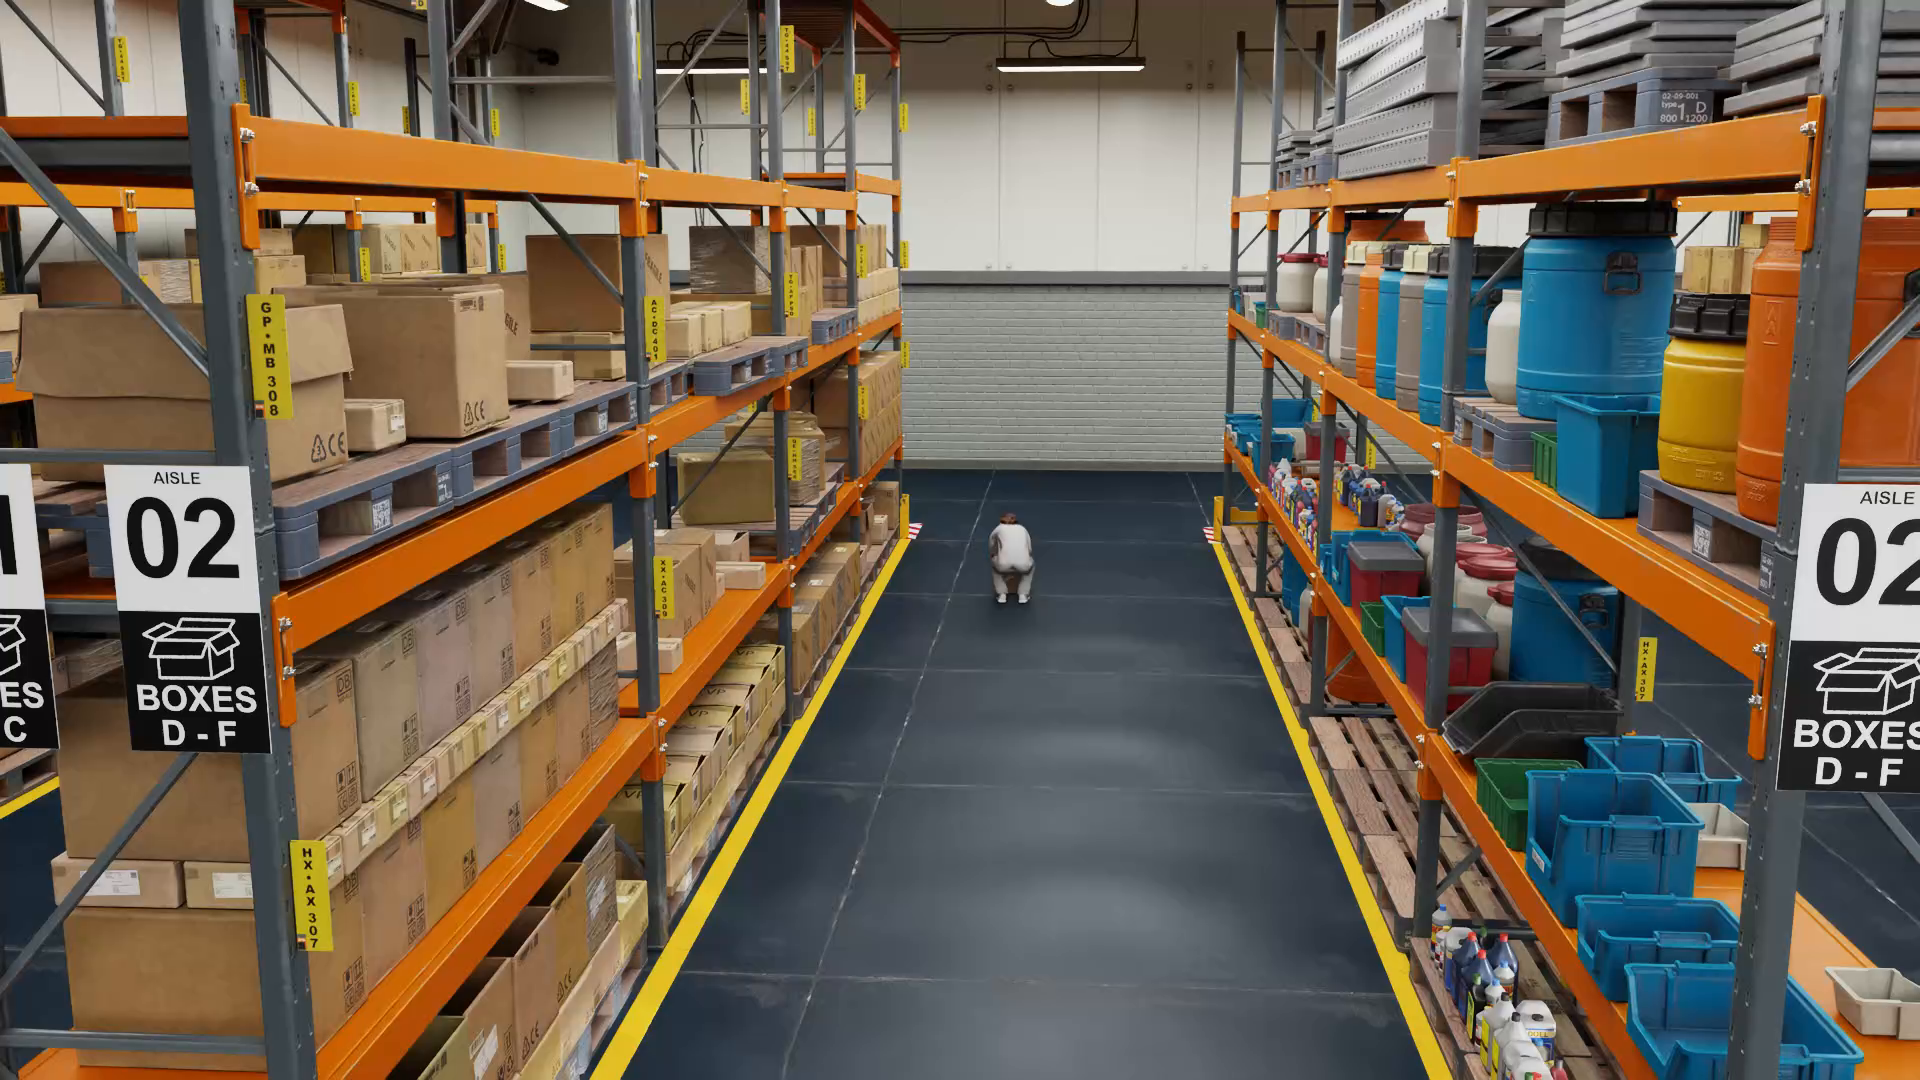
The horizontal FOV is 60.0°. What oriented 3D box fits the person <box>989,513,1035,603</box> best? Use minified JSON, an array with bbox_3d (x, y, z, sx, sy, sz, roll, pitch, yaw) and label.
[{"bbox_3d":[0.534,0.187,17.178,0.484,0.846,0.801,1,11,4],"label":"person"}]
